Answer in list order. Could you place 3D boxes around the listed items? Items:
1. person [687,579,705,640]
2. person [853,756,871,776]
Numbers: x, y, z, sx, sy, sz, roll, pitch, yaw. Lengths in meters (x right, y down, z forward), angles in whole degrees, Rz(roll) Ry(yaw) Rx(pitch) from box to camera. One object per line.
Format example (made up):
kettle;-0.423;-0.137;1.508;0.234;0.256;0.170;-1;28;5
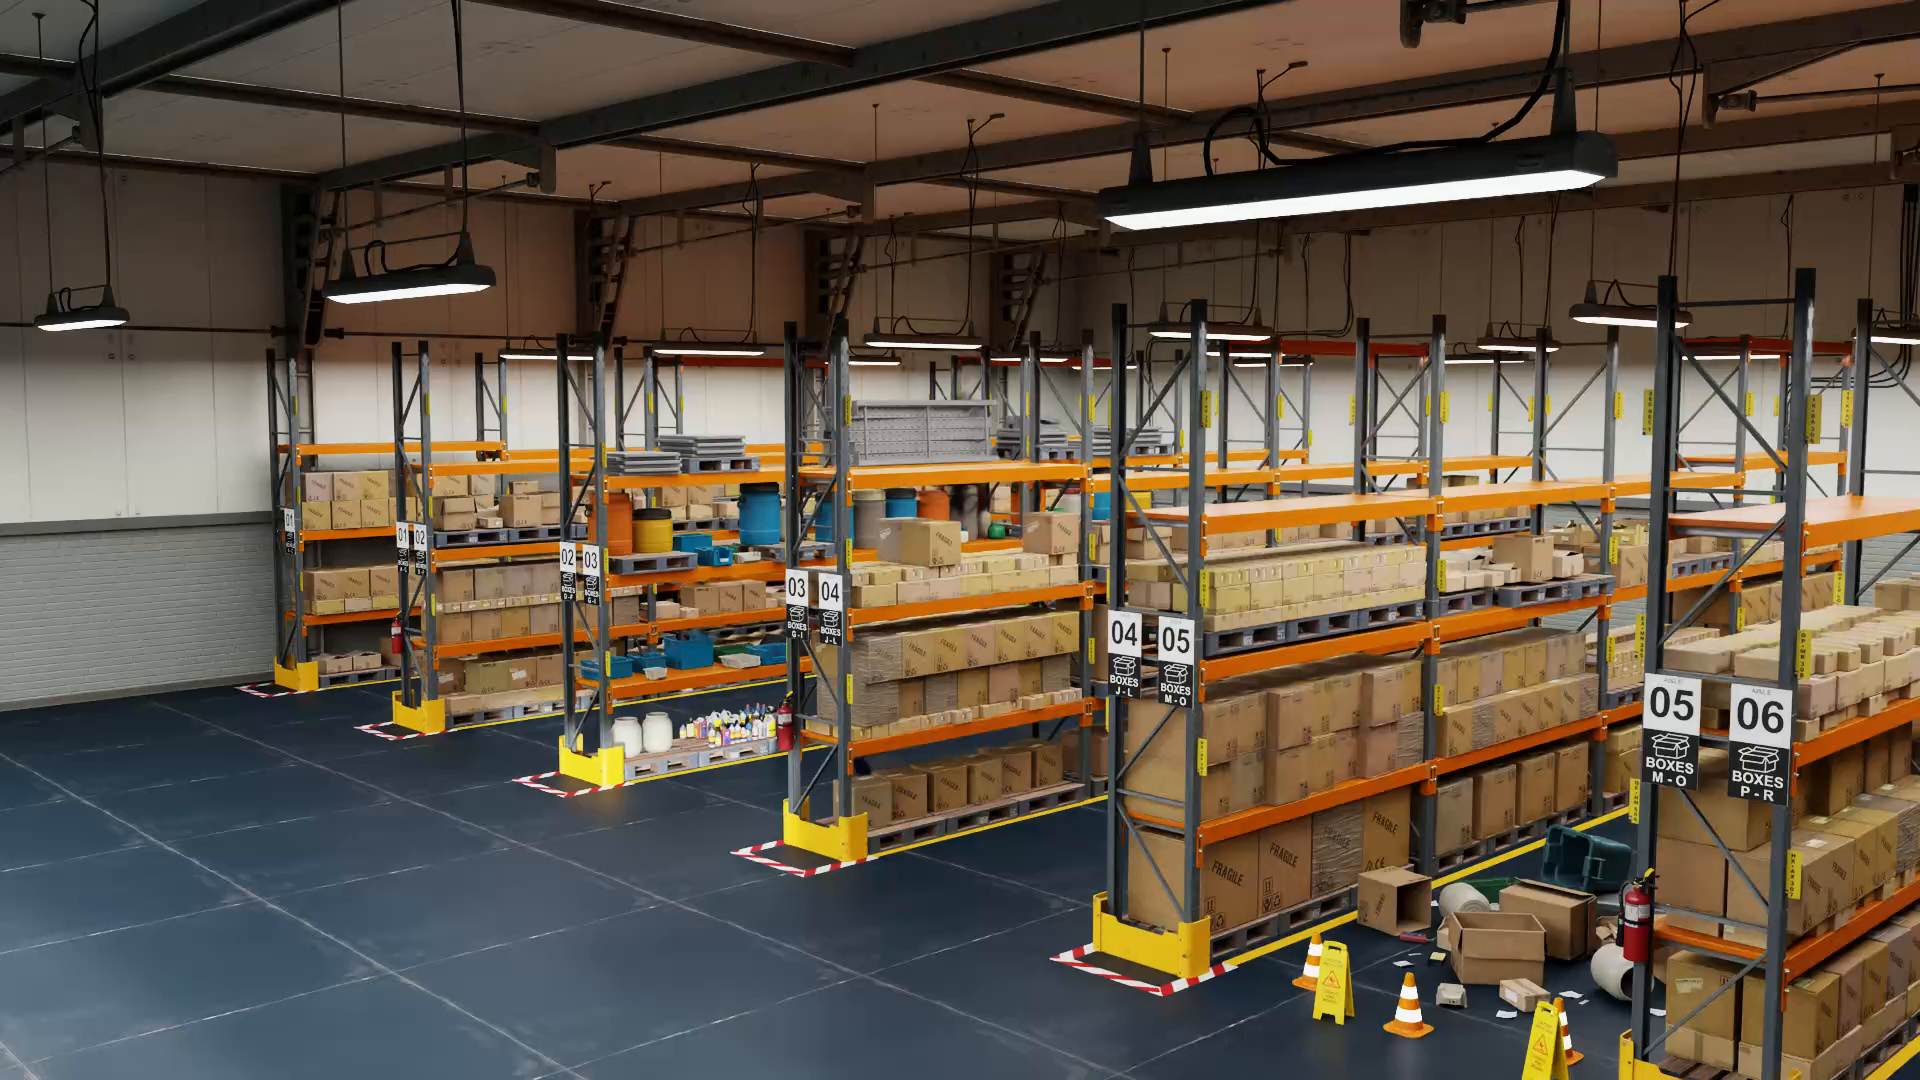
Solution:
person;-4.999;1.545;31.981;0.710;1.734;0.723;3;6;34
person;-1.294;2.502;21.482;0.667;1.621;0.604;5;7;44
